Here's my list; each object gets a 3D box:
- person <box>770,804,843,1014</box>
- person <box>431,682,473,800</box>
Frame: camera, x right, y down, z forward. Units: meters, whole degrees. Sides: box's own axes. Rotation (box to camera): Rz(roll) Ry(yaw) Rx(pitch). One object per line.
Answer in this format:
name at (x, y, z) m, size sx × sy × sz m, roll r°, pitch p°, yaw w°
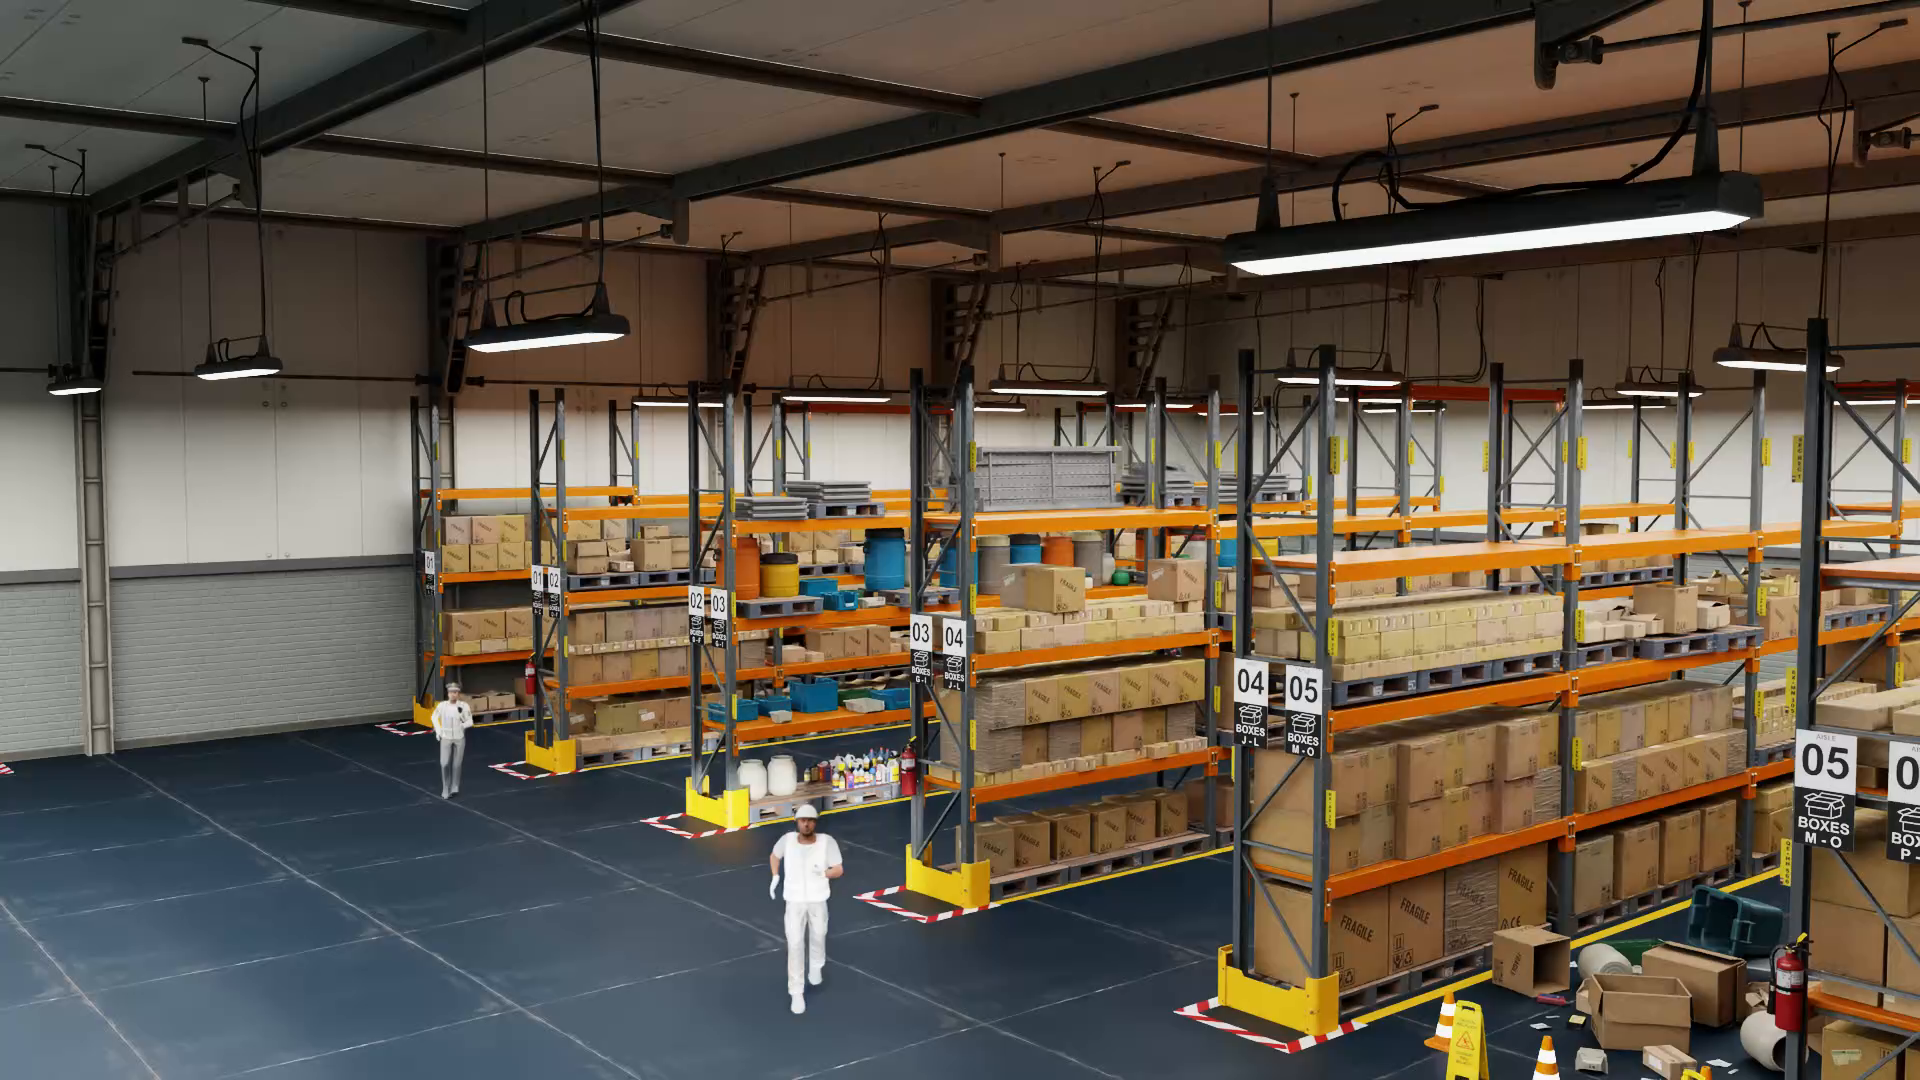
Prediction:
person at (-1.416, 3.338, 15.370) m, size 0.675 × 1.799 × 0.946 m, roll 0°, pitch 3°, yaw -5°
person at (-7.348, 2.911, 24.077) m, size 0.587 × 1.704 × 0.678 m, roll -1°, pitch 4°, yaw -16°
